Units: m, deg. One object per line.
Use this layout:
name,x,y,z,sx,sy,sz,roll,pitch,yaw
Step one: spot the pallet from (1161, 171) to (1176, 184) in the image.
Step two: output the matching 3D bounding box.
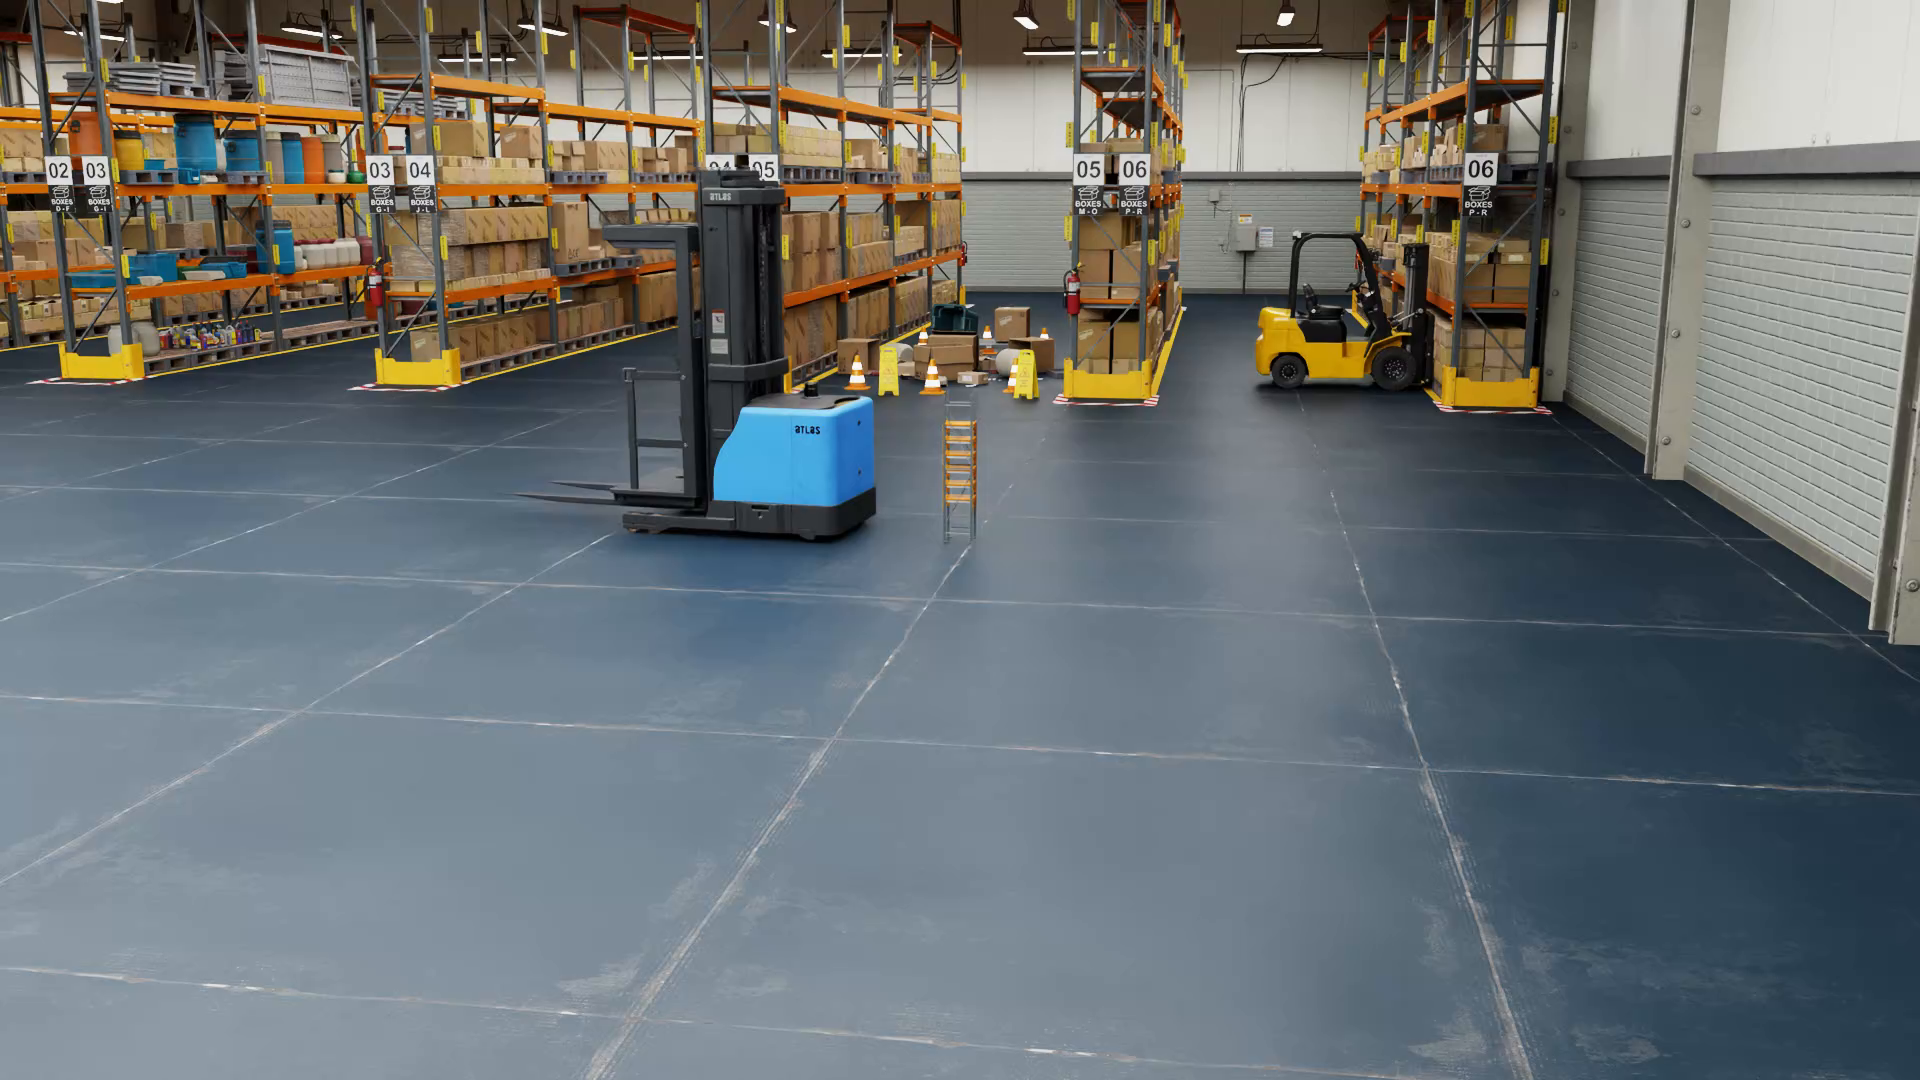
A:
pallet,2.798,-5.723,26.253,1.213,0.211,1.003,2,12,9

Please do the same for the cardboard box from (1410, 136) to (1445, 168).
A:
cardboard box,7.610,-6.310,27.062,0.500,0.500,0.500,2,12,10

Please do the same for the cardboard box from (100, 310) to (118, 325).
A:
cardboard box,-16.363,-4.230,31.532,0.500,0.250,0.500,2,12,10

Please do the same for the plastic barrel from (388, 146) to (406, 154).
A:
plastic barrel,-11.349,-7.649,33.428,0.433,0.535,0.433,0,12,0

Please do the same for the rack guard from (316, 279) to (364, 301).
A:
rack guard,-15.148,-6.126,40.733,1.175,0.500,0.348,2,12,9

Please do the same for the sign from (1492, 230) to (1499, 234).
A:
sign,8.052,-4.507,25.045,0.100,0.325,0.005,2,12,9

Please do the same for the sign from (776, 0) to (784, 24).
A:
sign,-2.377,-6.977,21.915,0.100,0.325,0.005,2,12,9

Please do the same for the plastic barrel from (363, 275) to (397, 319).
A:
plastic barrel,-11.415,-4.784,32.727,0.600,0.830,0.708,2,12,9

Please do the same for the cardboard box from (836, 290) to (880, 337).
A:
cardboard box,-2.007,-3.995,29.252,1.050,0.750,0.750,2,12,10

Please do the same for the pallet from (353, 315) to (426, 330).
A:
pallet,-11.393,-4.340,33.129,1.003,0.211,1.213,2,12,9

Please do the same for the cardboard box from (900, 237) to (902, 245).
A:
cardboard box,-1.305,-5.682,31.631,0.380,0.149,0.250,2,12,9

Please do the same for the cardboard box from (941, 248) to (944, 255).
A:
cardboard box,-0.557,-6.229,35.873,0.380,0.149,0.250,2,12,11

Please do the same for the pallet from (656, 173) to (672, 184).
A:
pallet,-6.363,-7.119,32.737,1.003,0.211,1.213,2,12,11

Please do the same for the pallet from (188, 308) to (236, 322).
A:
pallet,-16.025,-4.743,35.000,1.003,0.211,1.213,2,12,9

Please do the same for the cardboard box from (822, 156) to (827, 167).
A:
cardboard box,-2.205,-5.662,24.890,0.380,0.149,0.250,2,12,10

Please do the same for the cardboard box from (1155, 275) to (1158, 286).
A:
cardboard box,2.818,-3.971,25.397,0.380,0.149,0.250,2,12,10

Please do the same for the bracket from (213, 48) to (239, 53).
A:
bracket,-19.783,-13.251,45.077,0.076,0.066,3.189,2,12,9

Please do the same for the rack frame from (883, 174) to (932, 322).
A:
rack frame,-1.078,-6.028,34.343,1.000,3.000,0.127,2,12,9

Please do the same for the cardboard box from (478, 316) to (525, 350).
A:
cardboard box,-7.376,-3.326,26.743,0.500,0.500,0.500,6,14,27

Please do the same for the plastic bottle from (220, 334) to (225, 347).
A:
plastic bottle,-12.002,-3.242,27.015,0.097,0.201,0.097,0,12,0

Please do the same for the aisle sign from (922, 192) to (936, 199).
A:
aisle sign,-0.748,-8.156,38.048,0.394,0.787,0.004,2,12,9

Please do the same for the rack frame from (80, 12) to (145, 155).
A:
rack frame,-16.367,-8.631,32.184,1.000,3.000,0.127,2,12,9

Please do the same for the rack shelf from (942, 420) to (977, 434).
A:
rack shelf,-0.002,-0.892,13.287,0.258,0.103,0.180,2,12,9

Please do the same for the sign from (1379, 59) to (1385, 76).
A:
sign,8.200,-9.178,32.314,0.100,0.325,0.005,2,12,9

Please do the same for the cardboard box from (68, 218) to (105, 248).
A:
cardboard box,-20.430,-7.102,38.615,0.980,0.700,0.700,2,12,7

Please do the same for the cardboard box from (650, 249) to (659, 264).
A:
cardboard box,-6.158,-5.625,32.239,0.500,0.500,0.500,2,12,7

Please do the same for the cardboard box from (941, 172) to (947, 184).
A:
cardboard box,-0.579,-7.721,35.436,0.500,0.250,0.500,2,12,11

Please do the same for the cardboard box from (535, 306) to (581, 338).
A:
cardboard box,-6.987,-3.763,28.724,0.700,0.500,0.500,2,12,8

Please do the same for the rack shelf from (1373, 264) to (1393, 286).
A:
rack shelf,8.426,-4.960,31.098,1.077,0.370,4.000,2,12,9

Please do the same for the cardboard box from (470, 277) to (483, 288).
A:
cardboard box,-7.356,-3.848,24.824,0.380,0.149,0.250,2,12,9

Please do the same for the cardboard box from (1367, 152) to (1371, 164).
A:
cardboard box,8.872,-8.049,35.067,0.500,0.250,0.500,2,12,8

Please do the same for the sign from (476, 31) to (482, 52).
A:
sign,-7.743,-8.028,26.790,0.100,0.325,0.005,2,12,9

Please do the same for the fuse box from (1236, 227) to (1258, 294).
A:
fuse box,7.341,-7.167,42.689,0.539,1.711,0.414,2,12,9

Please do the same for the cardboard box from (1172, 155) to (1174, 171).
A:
cardboard box,3.161,-6.036,26.619,0.500,0.250,0.500,2,12,8

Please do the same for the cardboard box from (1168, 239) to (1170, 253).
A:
cardboard box,3.616,-5.432,30.747,0.500,0.250,0.500,2,12,10

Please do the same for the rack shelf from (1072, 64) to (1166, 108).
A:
rack shelf,2.290,-6.386,23.481,1.077,0.370,4.000,2,12,9

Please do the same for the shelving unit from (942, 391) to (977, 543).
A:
shelving unit,-0.002,-0.584,13.353,0.258,1.200,0.189,2,12,9

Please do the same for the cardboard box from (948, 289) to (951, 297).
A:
cardboard box,-0.407,-5.482,36.874,0.380,0.149,0.250,2,12,9

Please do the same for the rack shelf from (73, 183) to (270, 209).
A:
rack shelf,-12.396,-5.403,26.031,1.077,0.370,4.000,2,12,9

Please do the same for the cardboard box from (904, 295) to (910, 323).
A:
cardboard box,-1.259,-4.422,31.829,0.500,0.500,0.500,2,12,9

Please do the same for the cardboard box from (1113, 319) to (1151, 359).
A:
cardboard box,2.383,-2.782,23.032,0.500,0.500,0.500,1,12,7

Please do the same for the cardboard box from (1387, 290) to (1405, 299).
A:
cardboard box,8.176,-4.582,31.033,0.380,0.149,0.250,1,12,6

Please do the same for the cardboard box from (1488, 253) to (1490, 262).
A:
cardboard box,7.217,-3.765,22.064,0.380,0.149,0.250,2,12,8

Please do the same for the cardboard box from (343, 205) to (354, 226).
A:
cardboard box,-14.933,-7.800,39.956,0.500,0.500,0.500,2,12,8

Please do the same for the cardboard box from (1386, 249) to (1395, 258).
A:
cardboard box,7.840,-5.127,29.764,0.380,0.149,0.250,2,12,10

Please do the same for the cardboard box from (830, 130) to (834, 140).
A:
cardboard box,-2.128,-6.159,25.300,0.380,0.149,0.250,2,12,9

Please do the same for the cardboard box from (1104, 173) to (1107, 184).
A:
cardboard box,1.761,-4.817,22.202,0.380,0.149,0.250,2,12,9

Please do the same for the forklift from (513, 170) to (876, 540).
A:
forklift,-2.292,-1.587,13.898,3.031,2.935,1.130,4,13,16

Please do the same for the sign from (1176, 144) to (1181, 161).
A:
sign,4.366,-7.746,33.221,0.100,0.325,0.005,2,12,9

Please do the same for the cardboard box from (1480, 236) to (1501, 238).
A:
cardboard box,7.417,-4.126,23.034,0.380,0.149,0.250,2,12,9

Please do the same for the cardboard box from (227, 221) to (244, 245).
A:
cardboard box,-16.046,-6.694,36.201,0.700,0.500,0.500,-2,12,-10

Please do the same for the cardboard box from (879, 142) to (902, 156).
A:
cardboard box,-1.280,-7.267,30.919,0.396,0.266,0.258,2,12,9

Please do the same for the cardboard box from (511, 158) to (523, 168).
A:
cardboard box,-7.060,-5.889,25.989,0.380,0.149,0.250,1,12,7

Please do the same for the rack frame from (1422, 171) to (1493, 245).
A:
rack frame,7.503,-4.063,25.226,1.000,3.000,0.127,2,12,9

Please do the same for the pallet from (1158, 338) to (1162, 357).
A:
pallet,2.901,-3.277,28.197,1.003,0.211,1.213,2,12,9

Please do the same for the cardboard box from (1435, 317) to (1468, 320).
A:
cardboard box,6.876,-3.003,23.466,0.500,0.250,0.500,2,12,8
